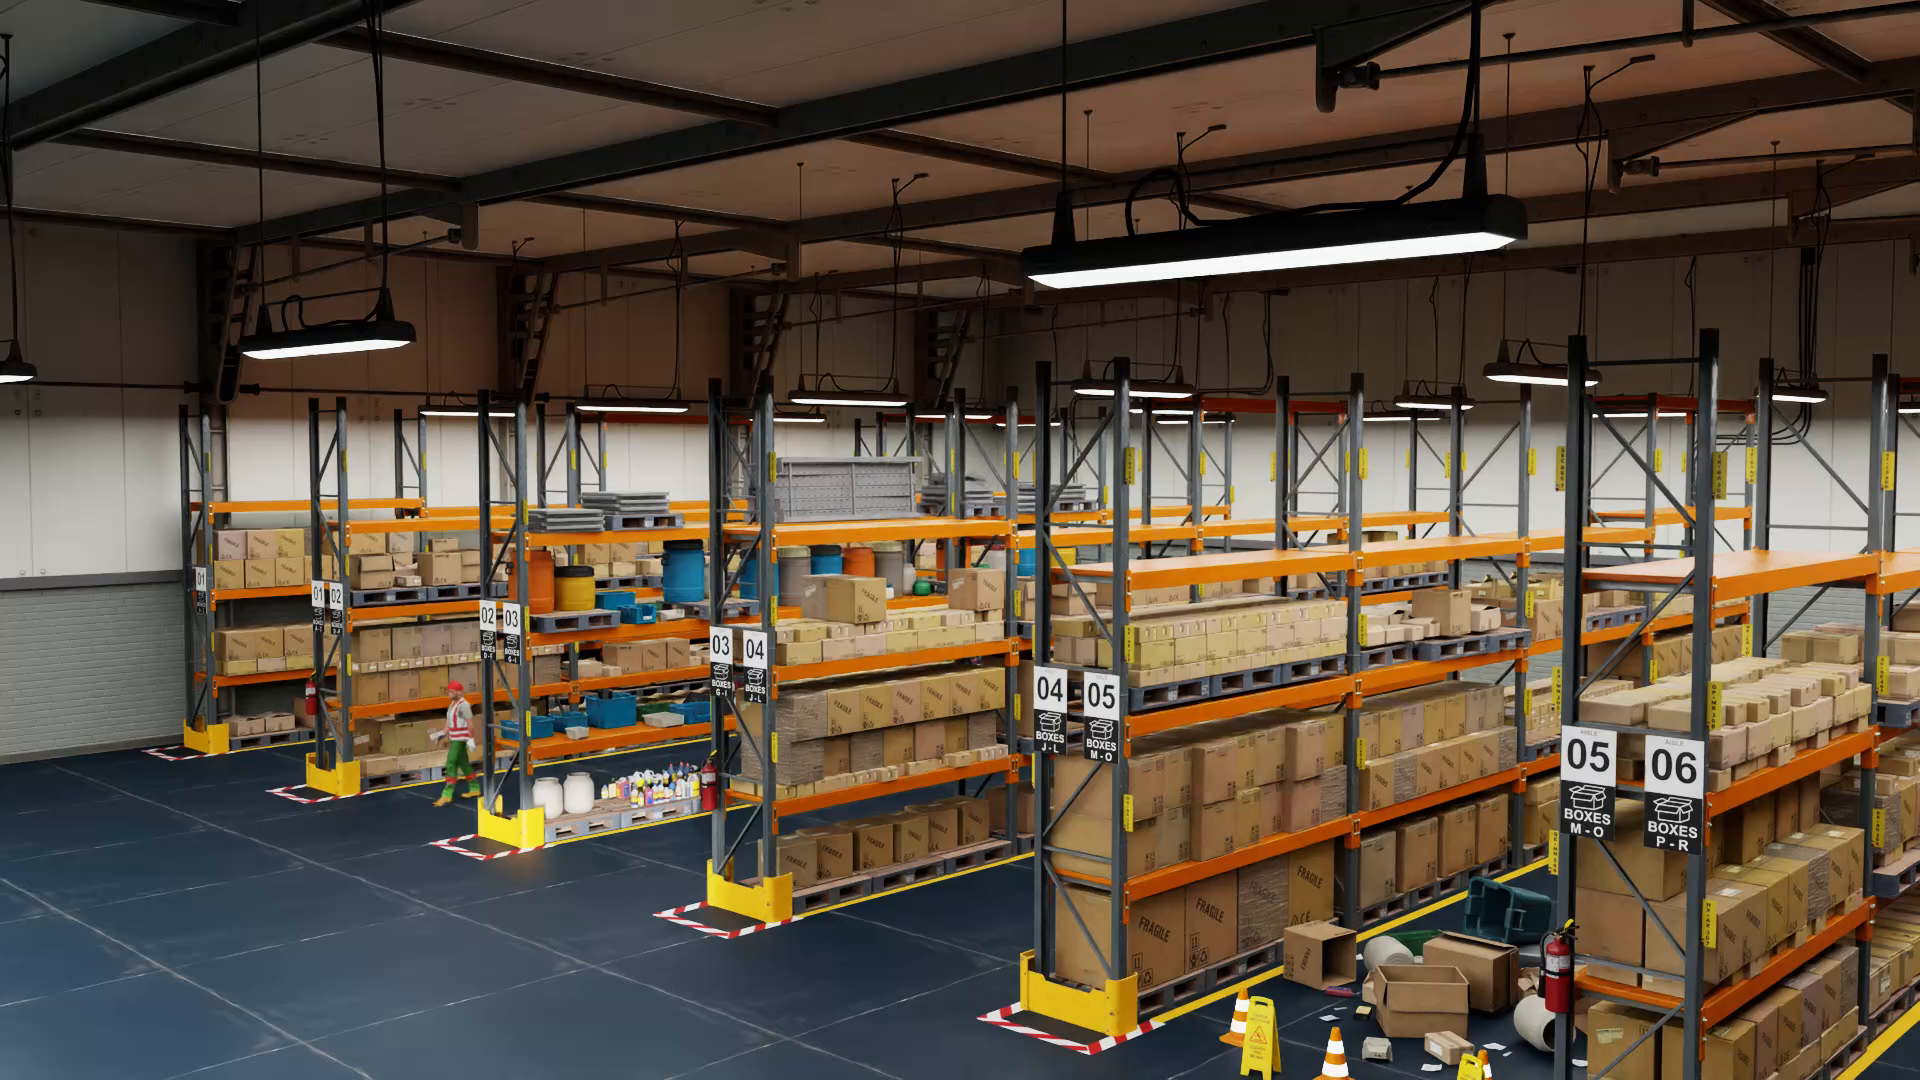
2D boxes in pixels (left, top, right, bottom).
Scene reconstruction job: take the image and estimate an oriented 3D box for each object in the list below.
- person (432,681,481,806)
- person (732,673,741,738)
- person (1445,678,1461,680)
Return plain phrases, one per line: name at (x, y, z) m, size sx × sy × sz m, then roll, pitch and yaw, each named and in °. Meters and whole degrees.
person at (-7.493, 2.982, 24.663) m, size 0.789 × 1.774 × 0.609 m, roll -2°, pitch 3°, yaw -30°
person at (-3.850, 3.012, 27.822) m, size 0.856 × 1.326 × 0.431 m, roll -2°, pitch 4°, yaw -38°
person at (9.317, 2.678, 31.410) m, size 0.796 × 1.630 × 0.489 m, roll 0°, pitch 3°, yaw 9°
